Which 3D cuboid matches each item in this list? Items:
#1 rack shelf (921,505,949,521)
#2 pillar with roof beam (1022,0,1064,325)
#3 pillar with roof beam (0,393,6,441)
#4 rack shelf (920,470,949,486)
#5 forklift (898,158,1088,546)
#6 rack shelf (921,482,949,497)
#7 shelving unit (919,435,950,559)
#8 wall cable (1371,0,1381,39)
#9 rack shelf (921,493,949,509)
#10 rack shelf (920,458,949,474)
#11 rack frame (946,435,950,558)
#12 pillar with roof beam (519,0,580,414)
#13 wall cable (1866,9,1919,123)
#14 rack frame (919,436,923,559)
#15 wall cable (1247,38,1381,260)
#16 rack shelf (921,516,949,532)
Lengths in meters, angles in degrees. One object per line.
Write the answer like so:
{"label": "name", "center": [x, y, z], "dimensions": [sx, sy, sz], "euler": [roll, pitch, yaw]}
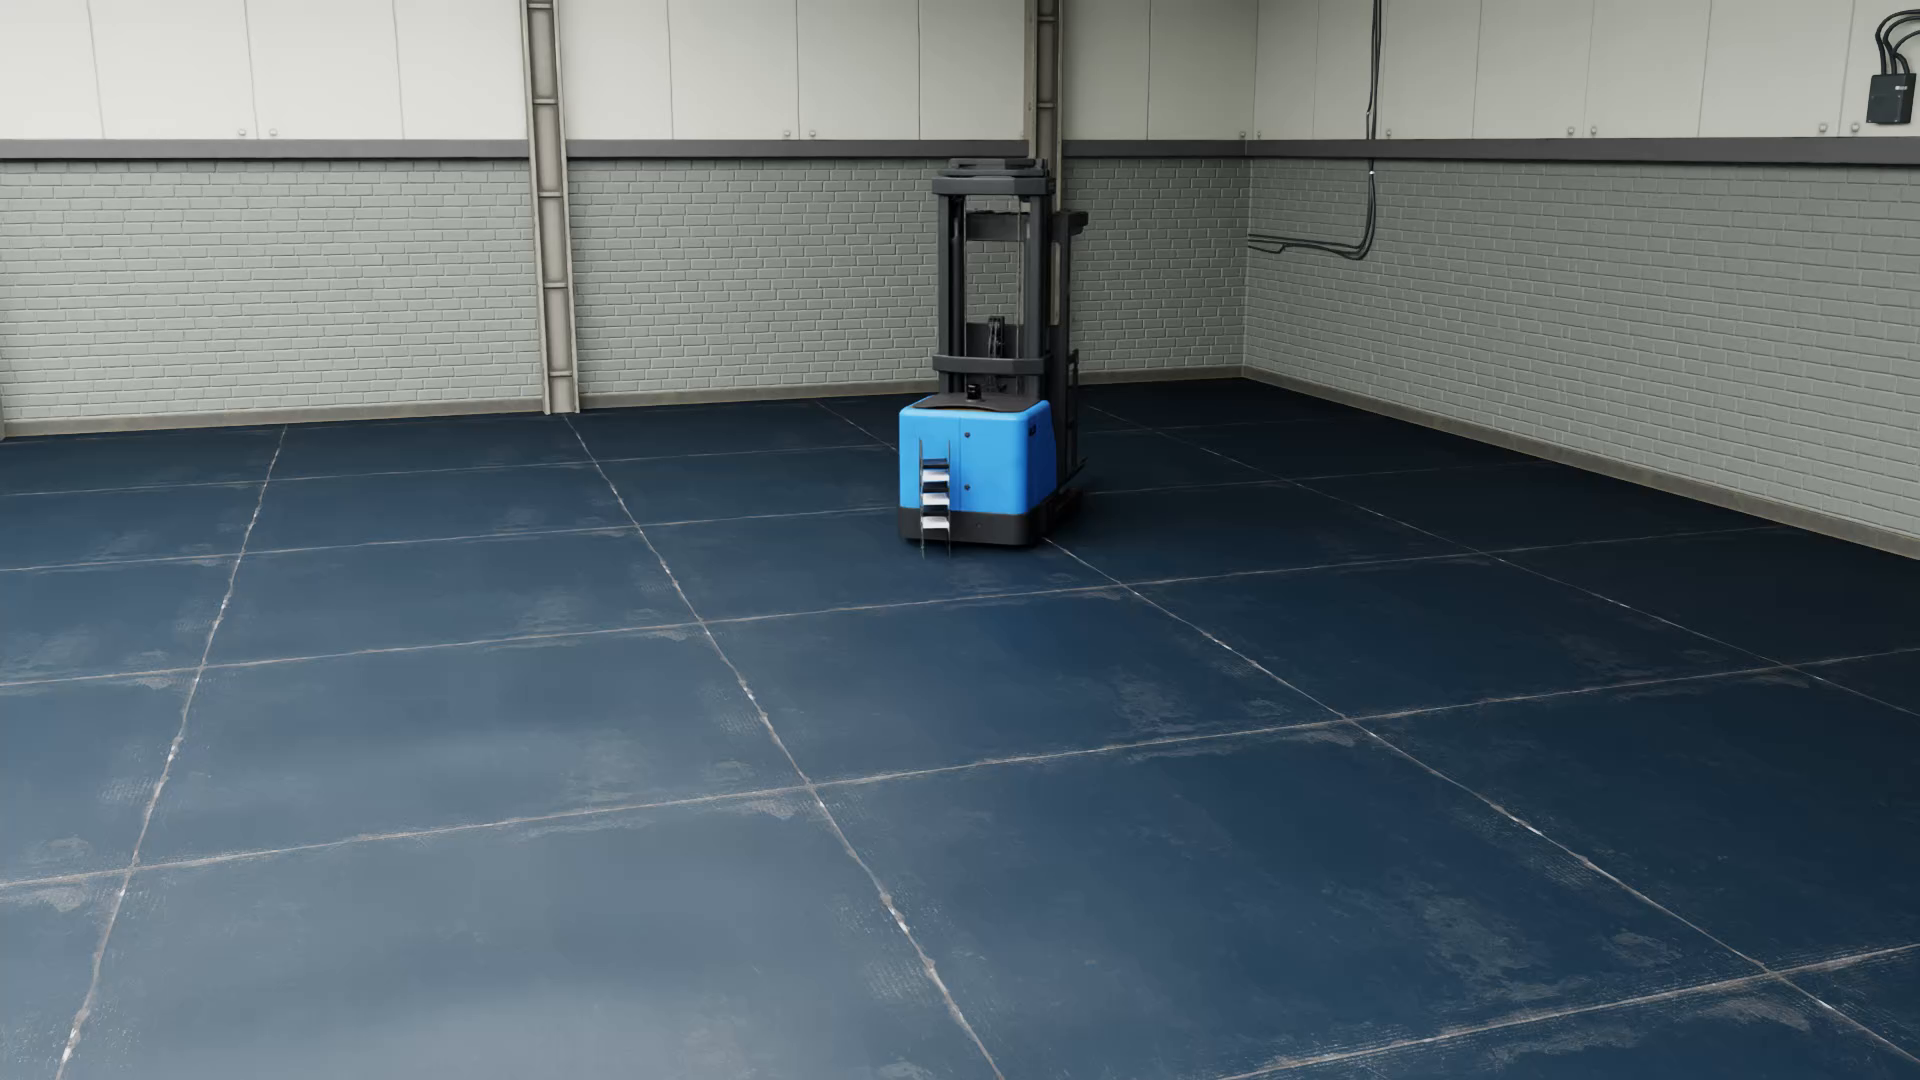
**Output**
{"label": "rack shelf", "center": [-0.192, -0.205, 12.595], "dimensions": [0.200, 0.077, 0.258], "euler": [-1, 13, -5]}
{"label": "pillar with roof beam", "center": [2.396, -5.380, 16.315], "dimensions": [0.400, 9.000, 9.100], "euler": [-4, 14, -18]}
{"label": "pillar with roof beam", "center": [-8.977, -4.494, 12.591], "dimensions": [0.400, 9.000, 9.100], "euler": [-4, 14, -18]}
{"label": "rack shelf", "center": [-0.192, -0.468, 12.532], "dimensions": [0.200, 0.077, 0.258], "euler": [-1, 13, -5]}
{"label": "forklift", "center": [0.427, -1.679, 13.868], "dimensions": [1.130, 2.935, 3.031], "euler": [4, 14, 16]}
{"label": "rack shelf", "center": [-0.192, -0.381, 12.553], "dimensions": [0.200, 0.077, 0.258], "euler": [-1, 13, -5]}
{"label": "shelving unit", "center": [-0.192, -0.325, 12.566], "dimensions": [0.210, 0.900, 0.258], "euler": [-1, 13, -5]}
{"label": "wall cable", "center": [5.100, -6.605, 17.259], "dimensions": [0.112, 2.526, 3.097], "euler": [-4, 14, -18]}
{"label": "rack shelf", "center": [-0.192, -0.293, 12.574], "dimensions": [0.200, 0.077, 0.258], "euler": [-1, 13, -5]}
{"label": "rack shelf", "center": [-0.192, -0.556, 12.512], "dimensions": [0.200, 0.077, 0.258], "euler": [-1, 13, -5]}
{"label": "rack frame", "center": [-0.091, -0.328, 12.576], "dimensions": [0.006, 0.900, 0.240], "euler": [-1, 13, -5]}
{"label": "pillar with roof beam", "center": [-3.291, -4.937, 14.453], "dimensions": [0.400, 9.000, 9.100], "euler": [-4, 14, -18]}
{"label": "wall cable", "center": [7.250, -5.823, 10.827], "dimensions": [0.169, 6.003, 2.305], "euler": [-4, 14, -18]}
{"label": "rack frame", "center": [-0.294, -0.323, 12.557], "dimensions": [0.006, 0.900, 0.240], "euler": [-1, 13, -5]}
{"label": "wall cable", "center": [4.237, -4.741, 20.338], "dimensions": [0.112, 2.526, 3.097], "euler": [-4, 14, -18]}
{"label": "rack shelf", "center": [-0.192, -0.118, 12.616], "dimensions": [0.200, 0.077, 0.258], "euler": [-1, 13, -5]}
